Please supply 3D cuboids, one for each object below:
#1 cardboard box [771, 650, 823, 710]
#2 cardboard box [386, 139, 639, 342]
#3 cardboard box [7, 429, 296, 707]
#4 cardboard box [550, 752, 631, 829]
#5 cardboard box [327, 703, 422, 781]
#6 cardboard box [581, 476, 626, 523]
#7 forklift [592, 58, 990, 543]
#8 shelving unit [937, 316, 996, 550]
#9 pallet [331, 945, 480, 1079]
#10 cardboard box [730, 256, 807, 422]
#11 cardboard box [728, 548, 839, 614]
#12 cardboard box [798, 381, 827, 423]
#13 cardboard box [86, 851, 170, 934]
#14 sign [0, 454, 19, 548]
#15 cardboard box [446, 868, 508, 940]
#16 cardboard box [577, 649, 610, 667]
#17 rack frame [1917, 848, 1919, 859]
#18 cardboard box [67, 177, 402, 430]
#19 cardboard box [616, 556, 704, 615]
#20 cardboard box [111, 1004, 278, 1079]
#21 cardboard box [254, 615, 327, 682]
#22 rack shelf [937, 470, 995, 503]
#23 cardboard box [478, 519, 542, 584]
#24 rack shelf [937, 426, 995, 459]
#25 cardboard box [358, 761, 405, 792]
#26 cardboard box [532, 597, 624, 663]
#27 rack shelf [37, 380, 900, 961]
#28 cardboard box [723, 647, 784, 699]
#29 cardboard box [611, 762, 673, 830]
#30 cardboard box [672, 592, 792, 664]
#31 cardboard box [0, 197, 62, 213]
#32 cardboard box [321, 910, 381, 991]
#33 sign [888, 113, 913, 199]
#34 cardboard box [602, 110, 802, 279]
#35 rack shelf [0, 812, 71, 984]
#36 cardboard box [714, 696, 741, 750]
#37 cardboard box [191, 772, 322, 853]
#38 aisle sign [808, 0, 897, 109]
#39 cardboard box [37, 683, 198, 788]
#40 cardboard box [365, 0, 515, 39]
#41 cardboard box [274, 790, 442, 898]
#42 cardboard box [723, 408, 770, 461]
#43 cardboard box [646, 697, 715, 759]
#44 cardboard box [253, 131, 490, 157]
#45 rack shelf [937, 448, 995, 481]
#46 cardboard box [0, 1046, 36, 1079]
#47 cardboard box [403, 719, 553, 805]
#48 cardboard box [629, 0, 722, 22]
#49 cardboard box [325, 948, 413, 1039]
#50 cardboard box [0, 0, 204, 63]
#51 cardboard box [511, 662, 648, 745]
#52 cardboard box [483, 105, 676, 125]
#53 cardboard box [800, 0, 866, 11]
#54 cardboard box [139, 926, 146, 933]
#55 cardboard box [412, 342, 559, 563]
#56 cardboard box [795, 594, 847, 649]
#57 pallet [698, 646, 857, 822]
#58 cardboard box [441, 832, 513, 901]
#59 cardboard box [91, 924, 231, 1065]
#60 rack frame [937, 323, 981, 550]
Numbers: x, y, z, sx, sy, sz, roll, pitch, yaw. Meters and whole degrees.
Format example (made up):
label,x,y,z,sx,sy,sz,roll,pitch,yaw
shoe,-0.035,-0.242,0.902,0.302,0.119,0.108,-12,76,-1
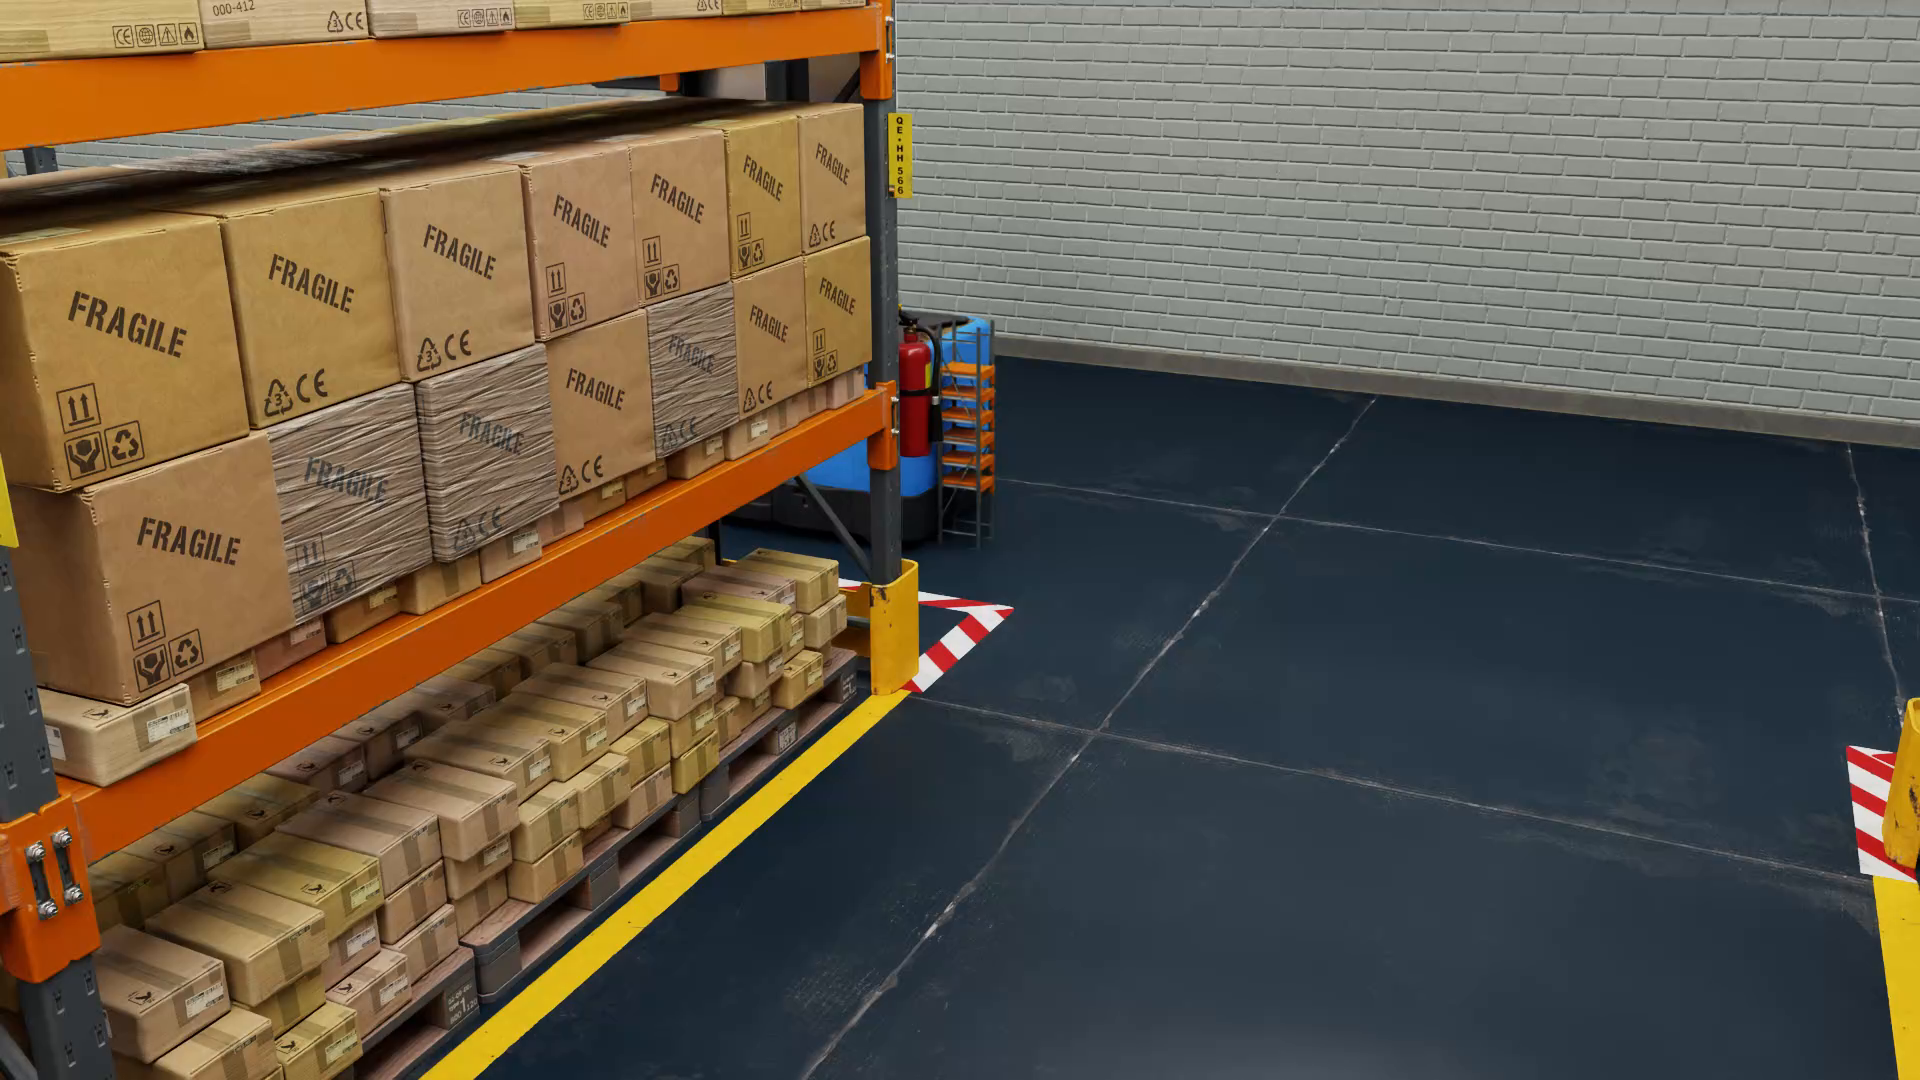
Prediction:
label,x,y,z,sx,sy,sz,roll,pitch,yaw
cardboard box,-0.771,0.530,6.630,0.380,0.149,0.250,9,22,24
cardboard box,-1.319,-0.905,4.950,0.500,0.500,0.500,8,21,21
cardboard box,-1.938,0.021,3.839,0.500,0.500,0.500,8,21,22
cardboard box,-1.309,0.791,5.451,0.380,0.149,0.250,9,21,23
cardboard box,-1.995,0.637,5.441,0.380,0.149,0.250,8,21,21
cardboard box,-1.310,-0.176,5.361,0.380,0.149,0.250,9,21,24
forklift,-1.381,-1.670,9.290,3.031,2.935,1.130,9,21,24
shelving unit,0.032,-0.555,8.739,0.258,1.200,0.189,8,21,22
pallet,-2.128,1.429,4.636,1.003,0.211,1.213,9,21,23
cardboard box,-0.897,-0.755,6.023,0.500,0.500,0.500,8,21,22
cardboard box,-0.718,0.164,6.771,0.380,0.149,0.250,9,21,23
cardboard box,-0.744,-0.570,6.469,0.380,0.149,0.250,9,21,23
cardboard box,-2.394,0.962,4.526,0.380,0.149,0.250,9,21,23
sign,-1.863,-0.145,3.172,0.100,0.325,0.005,9,21,23
cardboard box,-1.628,1.067,5.119,0.380,0.149,0.250,8,21,20
cardboard box,-1.568,0.459,6.385,0.380,0.149,0.250,9,22,24
rack frame,3.825,-0.249,5.193,1.000,3.000,0.127,9,21,23
cardboard box,-1.765,-0.598,4.089,0.500,0.500,0.500,8,21,21
cardboard box,-1.260,0.182,6.721,0.380,0.149,0.250,9,21,24
cardboard box,-1.930,1.264,4.123,0.380,0.149,0.250,10,22,25
cardboard box,-1.856,0.224,4.237,0.380,0.149,0.250,8,21,20
rack shelf,0.032,-0.287,8.834,0.258,0.103,0.180,8,21,22
cardboard box,-1.461,-0.007,4.888,0.380,0.149,0.250,10,22,25
rack shelf,0.032,-0.513,8.754,0.258,0.103,0.180,8,21,22
cardboard box,-1.931,0.799,5.430,0.380,0.149,0.250,7,21,20
cardboard box,-1.506,0.329,6.309,0.380,0.149,0.250,7,21,20
rack shelf,-1.551,0.053,5.417,1.077,0.370,4.000,9,21,23
cardboard box,-0.899,0.467,6.362,0.380,0.149,0.250,8,21,20
cardboard box,-1.224,0.843,5.748,0.380,0.149,0.250,9,21,24
cardboard box,-0.863,0.330,6.305,0.380,0.149,0.250,8,21,21
cardboard box,-2.425,-0.514,3.852,0.500,0.500,0.500,8,21,21
cardboard box,-1.841,1.094,4.599,0.380,0.149,0.250,8,21,22
sign,-0.234,-1.510,6.538,0.100,0.325,0.005,9,21,23
cardboard box,-0.900,-1.227,5.857,0.500,0.500,0.500,8,21,21
rack shelf,-3.189,1.276,1.979,1.077,0.370,4.000,9,21,23
cardboard box,-1.047,0.676,6.219,0.380,0.149,0.250,9,21,23
cardboard box,-2.121,0.817,4.936,0.380,0.149,0.250,9,22,24
aisle sign,-0.429,-2.103,6.527,0.394,0.787,0.004,9,21,23
cardboard box,-1.956,0.402,3.737,0.380,0.149,0.250,9,22,25
cardboard box,-1.512,-1.434,4.270,0.500,0.250,0.500,10,22,25
cardboard box,-1.729,0.870,4.785,0.380,0.149,0.250,8,21,21
cardboard box,-0.916,-0.410,6.020,0.380,0.149,0.250,9,22,24
cardboard box,-1.100,0.627,5.912,0.380,0.149,0.250,9,21,24
cardboard box,-1.798,-0.988,5.184,0.500,0.500,0.500,8,21,21
rack shelf,0.032,-0.400,8.794,0.258,0.103,0.180,8,21,22
cardboard box,-2.521,1.304,4.453,0.380,0.149,0.250,9,21,23
cardboard box,-1.514,0.709,5.238,0.380,0.149,0.250,8,21,20
cardboard box,-1.095,-1.758,5.183,0.500,0.250,0.500,10,22,25
cardboard box,-1.765,1.239,4.636,0.380,0.149,0.250,8,21,22
cardboard box,-1.940,-1.123,3.396,0.500,0.250,0.500,10,22,25
cardboard box,-1.296,0.555,5.671,0.380,0.149,0.250,8,21,21
cardboard box,-1.359,-1.300,6.062,0.500,0.500,0.500,9,22,24
cardboard box,-0.677,-2.065,6.045,0.500,0.250,0.500,8,21,22
cardboard box,-2.432,1.106,4.566,0.380,0.149,0.250,7,21,20
cardboard box,-1.502,-0.280,4.687,0.500,0.500,0.500,8,21,22
cardboard box,-0.688,0.308,6.810,0.380,0.149,0.250,8,21,21
pallet,-1.128,0.683,6.733,1.003,0.211,1.213,9,21,23
cardboard box,-1.594,0.932,5.057,0.380,0.149,0.250,10,22,25
cardboard box,-2.040,1.113,4.101,0.380,0.149,0.250,10,22,25
rack frame,-0.004,-0.527,8.660,0.240,1.200,0.006,8,21,22
